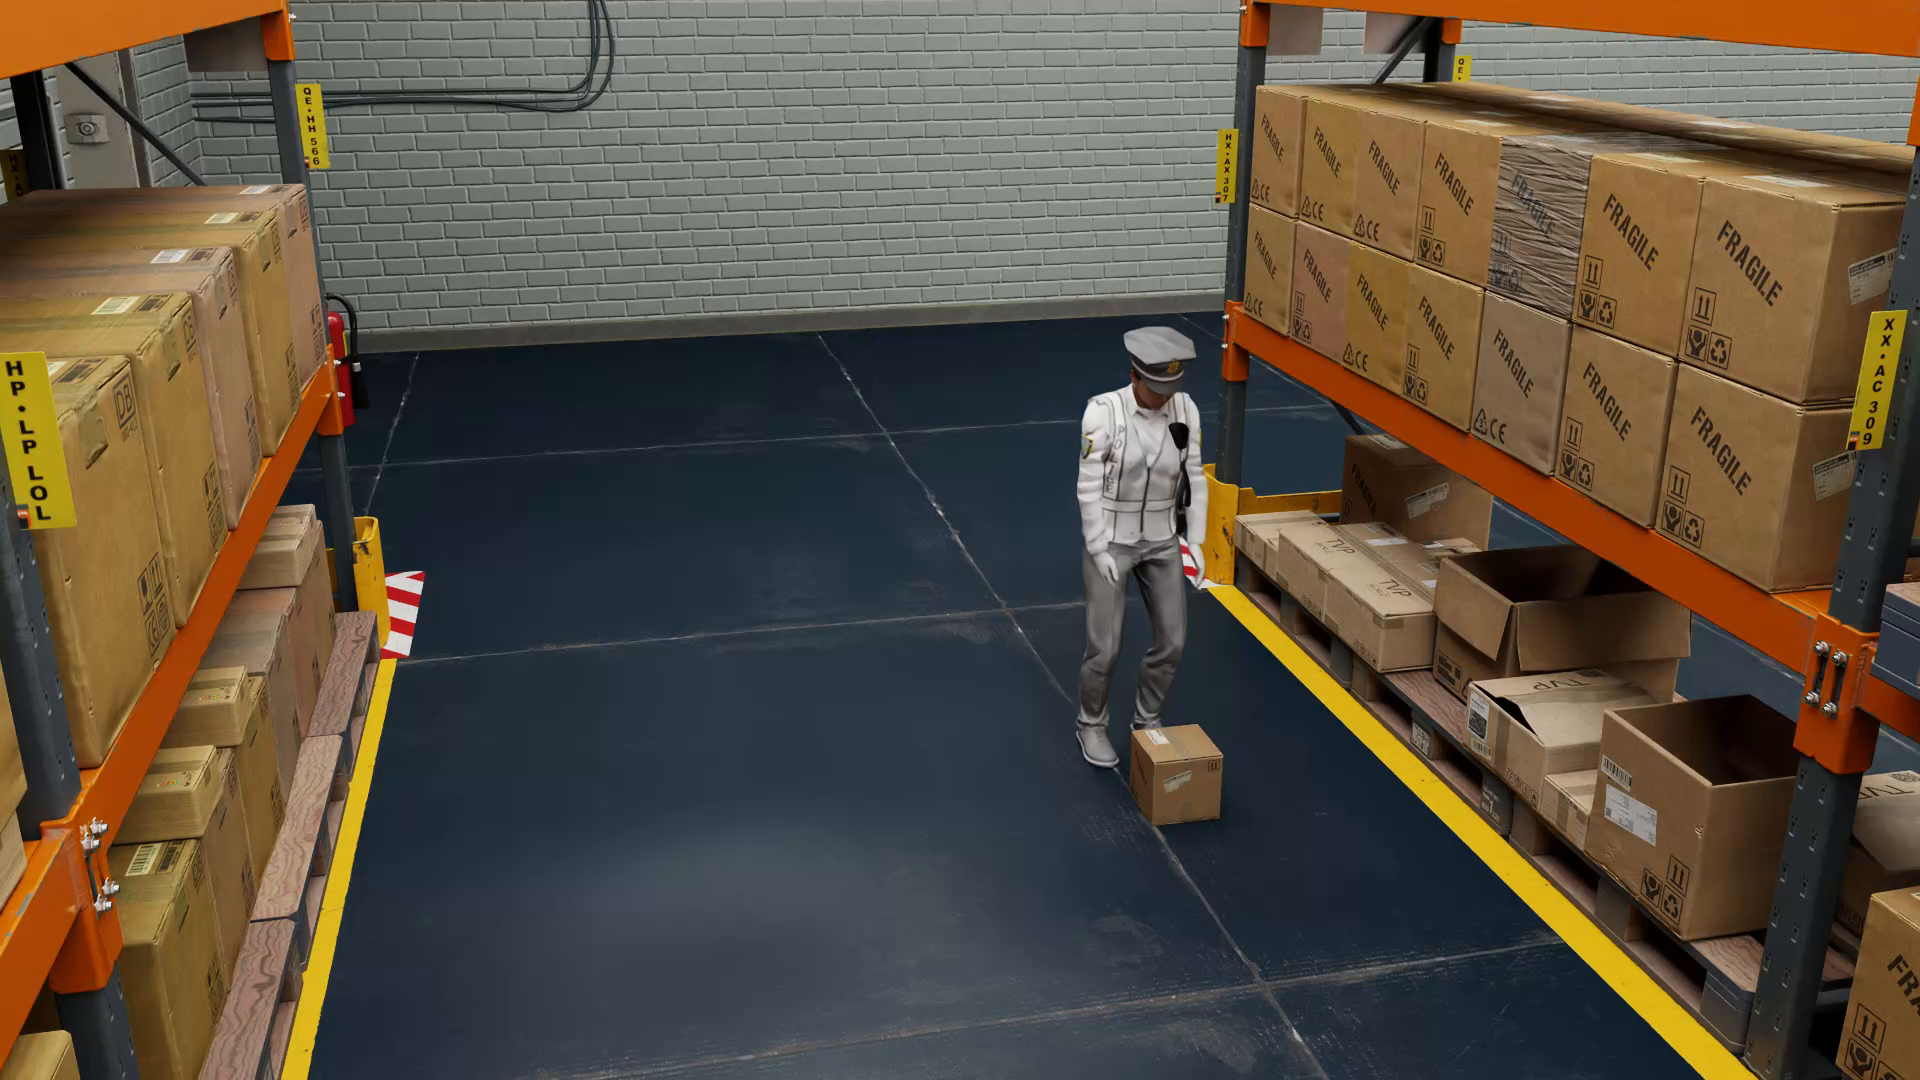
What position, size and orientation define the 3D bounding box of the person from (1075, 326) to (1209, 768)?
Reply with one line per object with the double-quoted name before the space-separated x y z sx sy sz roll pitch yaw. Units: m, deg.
"person" 0.662 0.031 6.045 0.496 1.635 0.428 -5 20 -13
